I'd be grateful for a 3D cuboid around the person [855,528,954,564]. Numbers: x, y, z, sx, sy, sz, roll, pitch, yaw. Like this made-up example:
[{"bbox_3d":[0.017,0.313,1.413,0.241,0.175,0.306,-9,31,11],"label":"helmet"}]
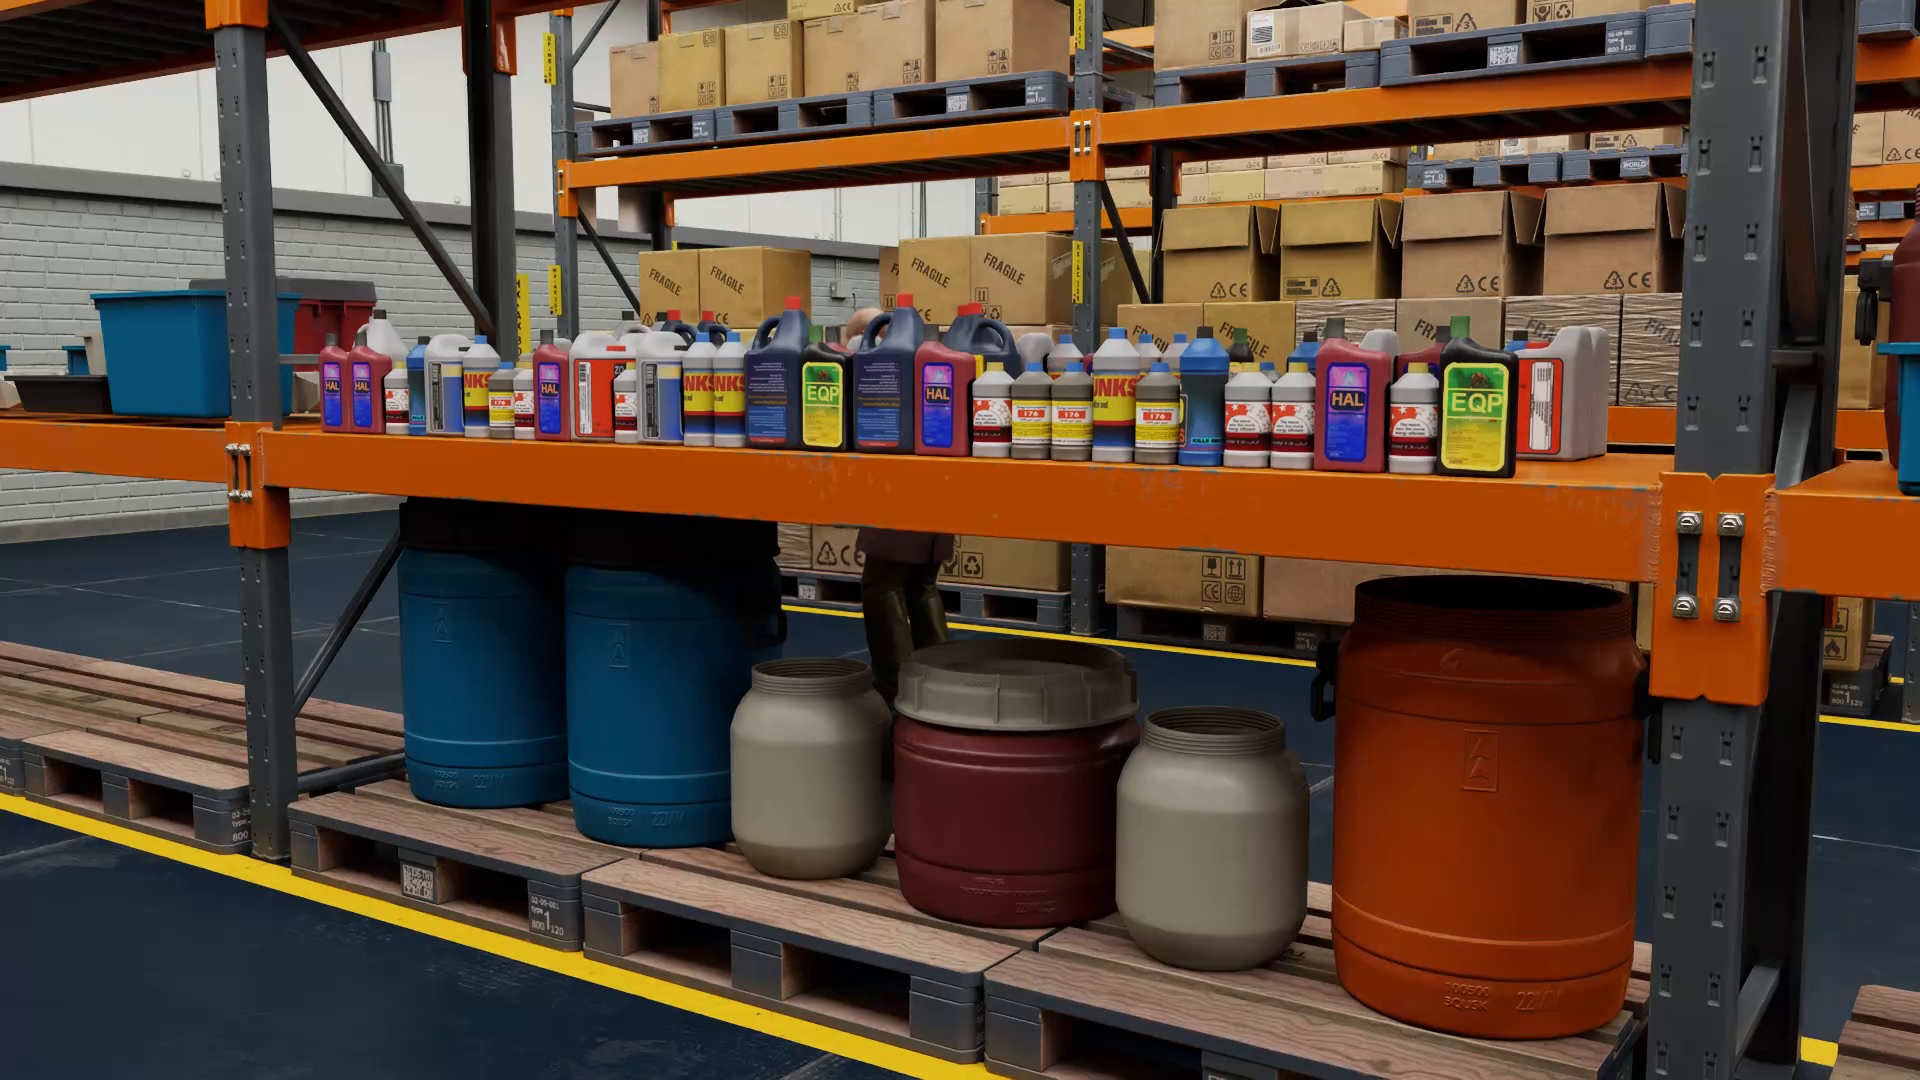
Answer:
[{"bbox_3d":[-0.272,-0.372,7.254,0.526,0.927,0.533,4,7,32],"label":"person"}]
